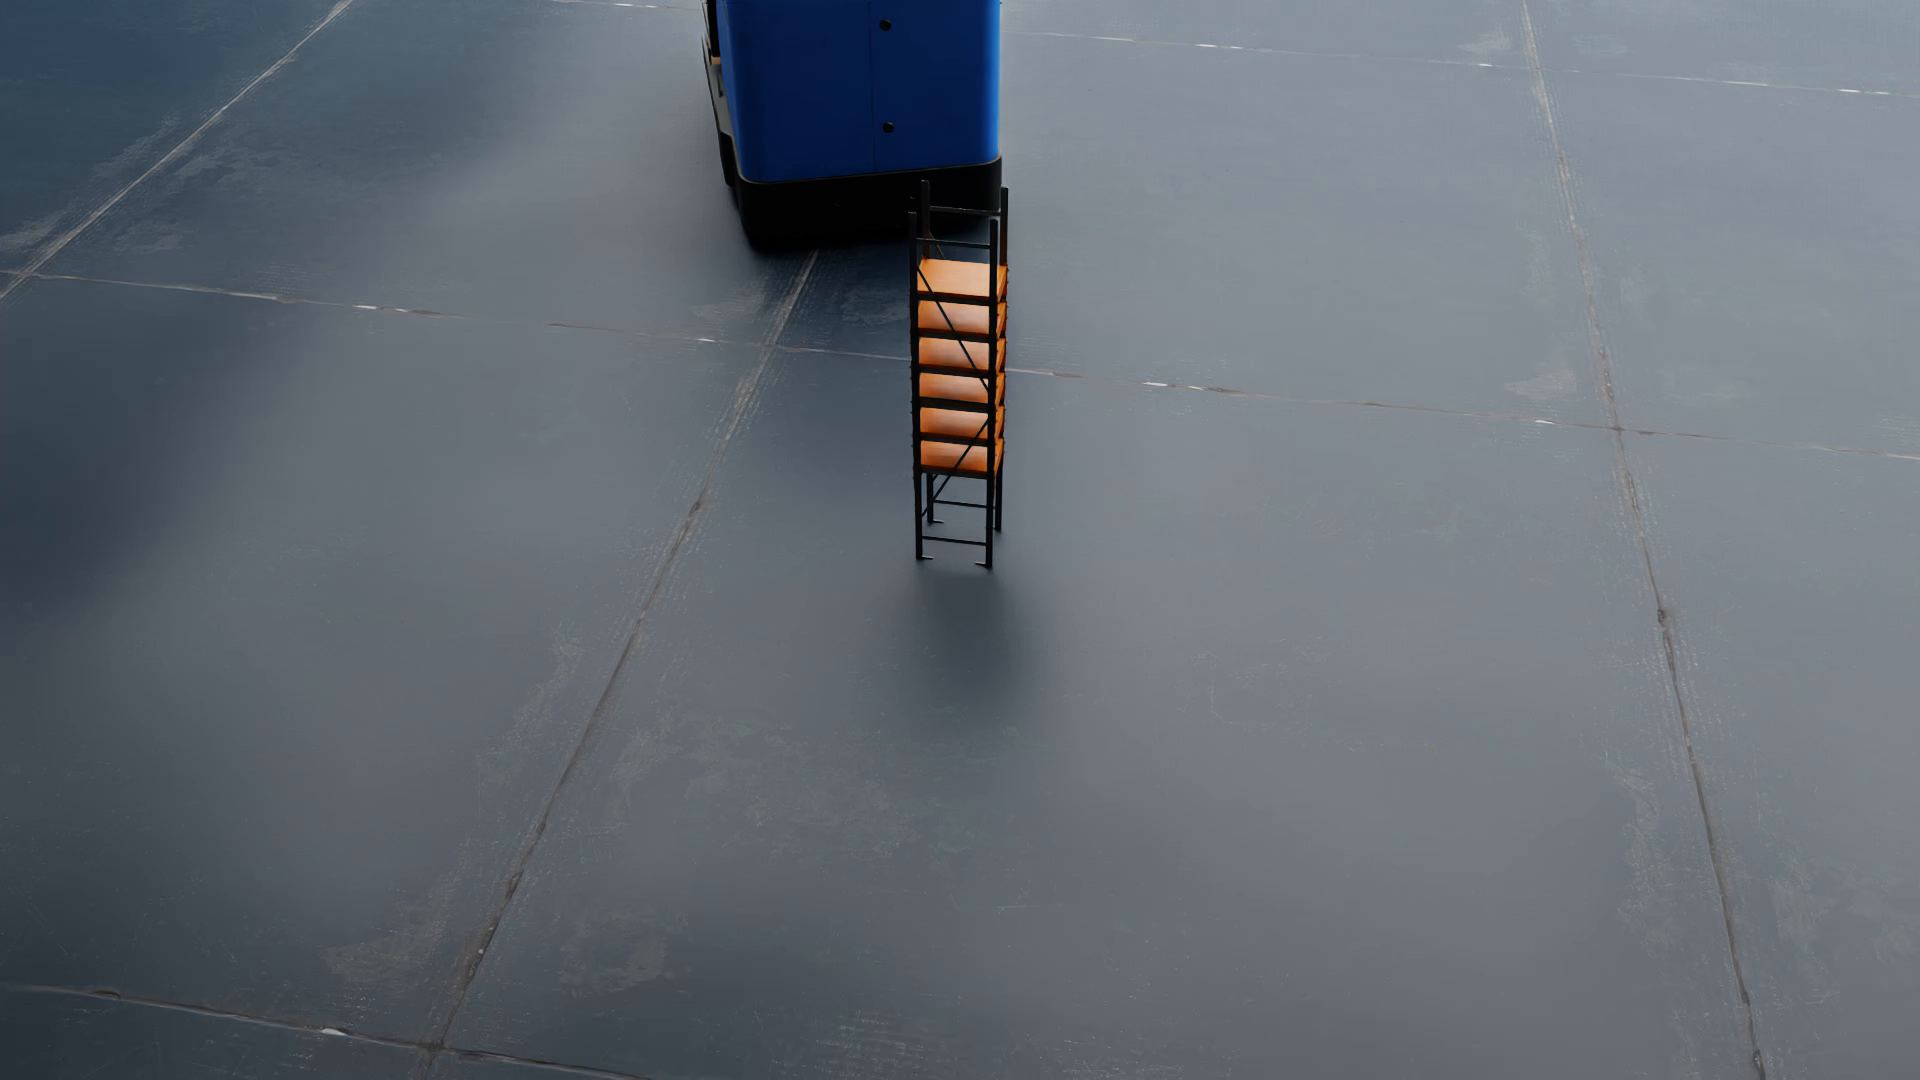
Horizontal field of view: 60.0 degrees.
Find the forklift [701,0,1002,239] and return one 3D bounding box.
[{"bbox_3d":[-0.616,-3.264,6.897,1.130,2.935,3.031,-7,40,-8],"label":"forklift"}]

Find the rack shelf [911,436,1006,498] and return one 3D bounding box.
[{"bbox_3d":[-0.002,-0.234,5.038,0.258,0.103,0.180,6,40,8],"label":"rack shelf"}]

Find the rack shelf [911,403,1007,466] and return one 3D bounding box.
[{"bbox_3d":[-0.002,-0.327,4.961,0.258,0.103,0.180,6,40,8],"label":"rack shelf"}]

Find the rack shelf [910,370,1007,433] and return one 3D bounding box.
[{"bbox_3d":[-0.002,-0.419,4.885,0.258,0.103,0.180,6,40,8],"label":"rack shelf"}]

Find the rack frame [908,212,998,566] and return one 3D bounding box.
[{"bbox_3d":[-0.018,-0.396,4.787,0.240,1.200,0.006,6,40,8],"label":"rack frame"}]

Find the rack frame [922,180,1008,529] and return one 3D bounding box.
[{"bbox_3d":[0.013,-0.511,4.926,0.240,1.200,0.006,6,40,8],"label":"rack frame"}]

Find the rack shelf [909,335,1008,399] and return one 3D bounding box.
[{"bbox_3d":[-0.002,-0.512,4.809,0.258,0.103,0.180,6,40,8],"label":"rack shelf"}]

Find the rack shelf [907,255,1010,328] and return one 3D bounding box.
[{"bbox_3d":[-0.002,-0.697,4.656,0.258,0.103,0.180,6,40,8],"label":"rack shelf"}]

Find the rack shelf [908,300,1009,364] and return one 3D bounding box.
[{"bbox_3d":[-0.002,-0.604,4.732,0.258,0.103,0.180,6,40,8],"label":"rack shelf"}]

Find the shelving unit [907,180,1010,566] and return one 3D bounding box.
[{"bbox_3d":[-0.002,-0.453,4.857,0.258,1.200,0.189,6,40,8],"label":"shelving unit"}]
